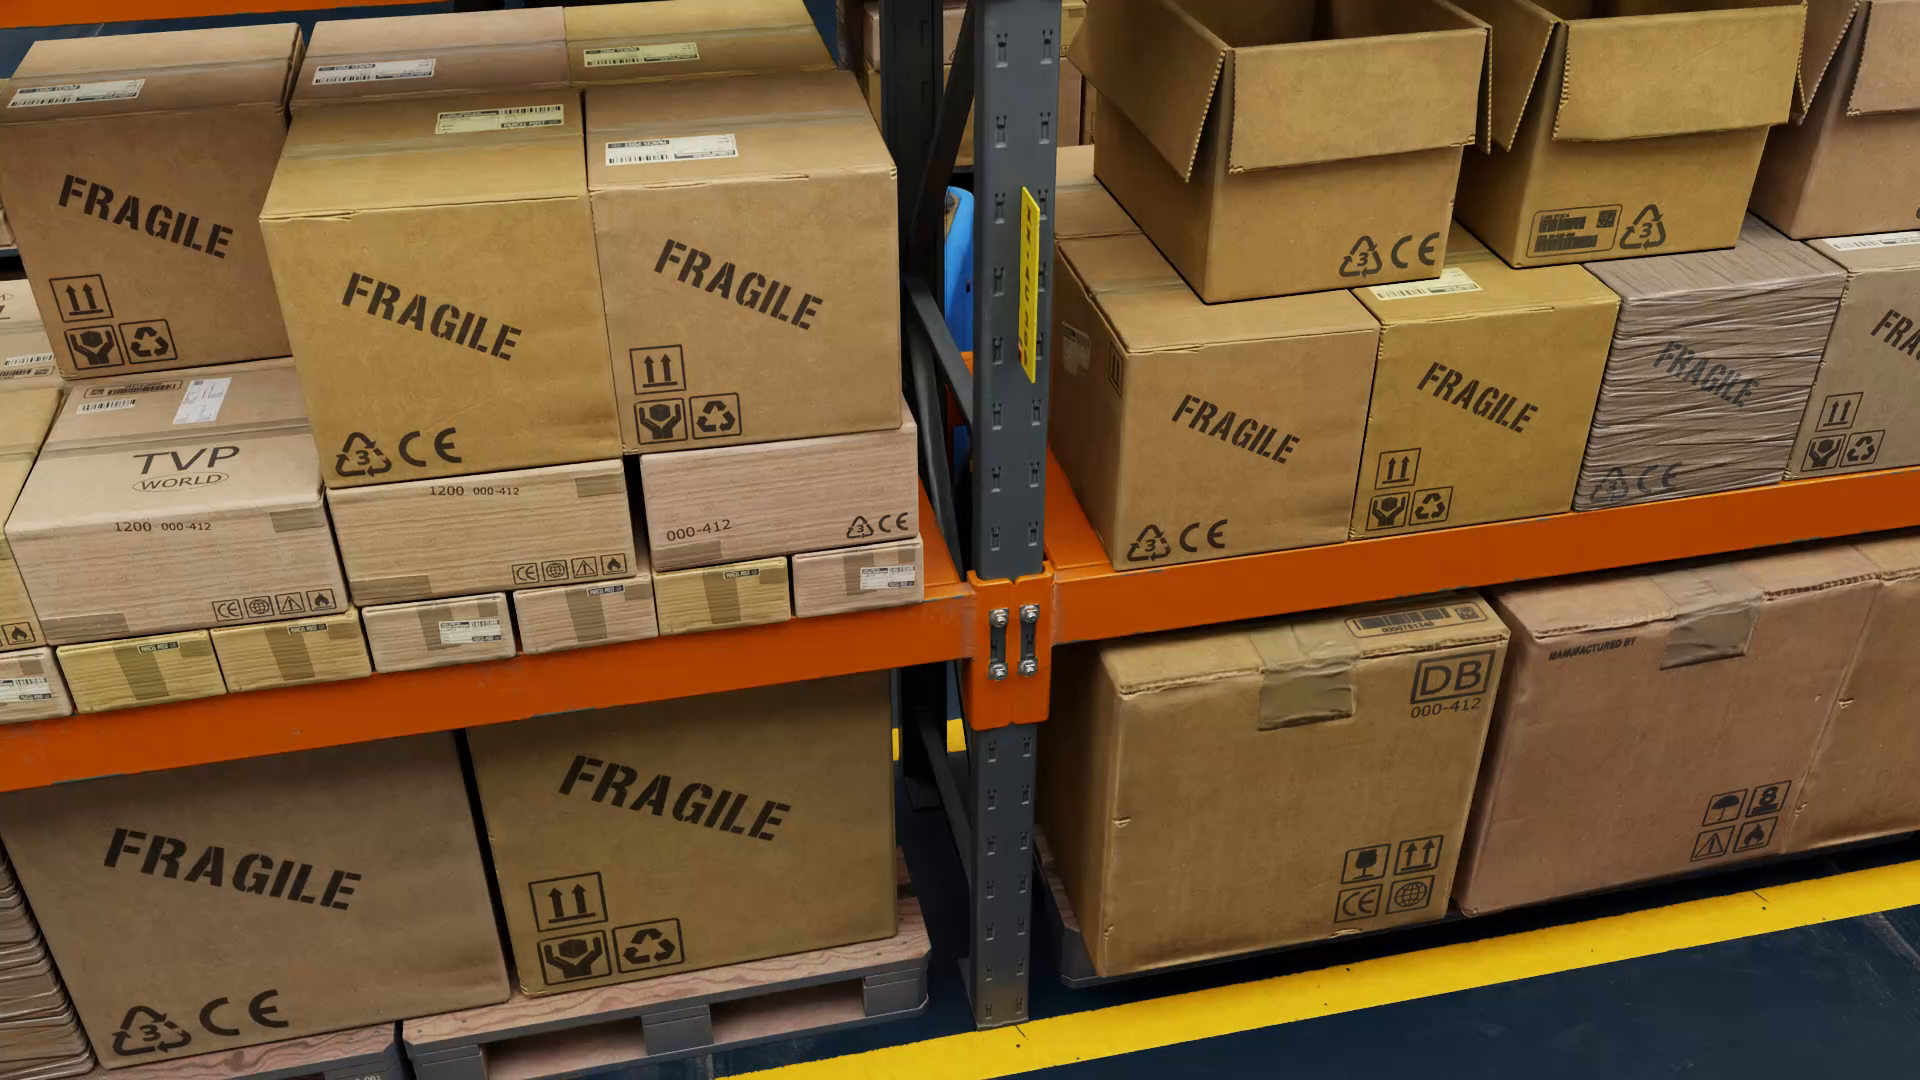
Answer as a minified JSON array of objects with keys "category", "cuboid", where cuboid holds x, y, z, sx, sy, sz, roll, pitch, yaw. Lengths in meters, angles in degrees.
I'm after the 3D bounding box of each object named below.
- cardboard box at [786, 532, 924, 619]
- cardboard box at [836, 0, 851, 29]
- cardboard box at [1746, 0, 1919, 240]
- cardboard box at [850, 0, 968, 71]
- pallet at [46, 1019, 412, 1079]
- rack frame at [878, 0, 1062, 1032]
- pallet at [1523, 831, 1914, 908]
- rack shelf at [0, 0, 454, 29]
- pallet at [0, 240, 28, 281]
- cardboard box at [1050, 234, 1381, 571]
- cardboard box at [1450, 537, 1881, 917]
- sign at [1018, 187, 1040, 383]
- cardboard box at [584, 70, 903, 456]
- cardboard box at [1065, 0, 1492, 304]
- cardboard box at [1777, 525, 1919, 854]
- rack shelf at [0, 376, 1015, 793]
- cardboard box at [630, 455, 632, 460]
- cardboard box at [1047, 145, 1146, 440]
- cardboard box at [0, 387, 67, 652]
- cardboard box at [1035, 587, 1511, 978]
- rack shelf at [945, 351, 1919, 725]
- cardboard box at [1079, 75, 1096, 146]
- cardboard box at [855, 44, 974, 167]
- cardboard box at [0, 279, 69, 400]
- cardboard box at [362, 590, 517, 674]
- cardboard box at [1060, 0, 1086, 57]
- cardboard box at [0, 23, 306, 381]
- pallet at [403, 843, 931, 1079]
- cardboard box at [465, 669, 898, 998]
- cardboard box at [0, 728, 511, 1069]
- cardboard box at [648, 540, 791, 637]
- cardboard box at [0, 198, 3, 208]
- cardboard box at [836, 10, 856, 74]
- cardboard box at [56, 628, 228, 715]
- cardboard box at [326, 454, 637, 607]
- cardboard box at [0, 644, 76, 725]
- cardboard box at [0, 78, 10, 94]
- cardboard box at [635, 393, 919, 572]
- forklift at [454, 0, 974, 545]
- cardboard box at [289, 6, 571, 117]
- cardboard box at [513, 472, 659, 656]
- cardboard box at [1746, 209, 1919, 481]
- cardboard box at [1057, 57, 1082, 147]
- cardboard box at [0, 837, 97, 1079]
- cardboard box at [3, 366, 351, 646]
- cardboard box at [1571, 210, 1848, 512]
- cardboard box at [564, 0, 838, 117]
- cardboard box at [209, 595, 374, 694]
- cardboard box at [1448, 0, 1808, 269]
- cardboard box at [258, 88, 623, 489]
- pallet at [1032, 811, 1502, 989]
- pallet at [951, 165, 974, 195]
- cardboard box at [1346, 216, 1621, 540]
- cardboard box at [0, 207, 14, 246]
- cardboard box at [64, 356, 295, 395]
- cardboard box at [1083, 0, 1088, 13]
[{"category":"cardboard box","cuboid":[-0.231,-0.024,3.319,0.250,0.149,0.380,-7,34,-10]},{"category":"cardboard box","cuboid":[-0.331,-2.729,8.318,0.500,0.250,0.500,-8,35,-12]},{"category":"cardboard box","cuboid":[1.890,-1.048,3.630,0.637,0.503,0.797,-6,34,-9]},{"category":"cardboard box","cuboid":[-0.223,-2.447,7.898,0.500,0.250,0.500,-9,35,-13]},{"category":"pallet","cuboid":[-1.957,1.017,4.045,1.213,0.211,1.003,-7,35,-11]},{"category":"rack frame","cuboid":[-0.006,-0.344,3.571,0.127,3.000,1.000,-7,35,-11]},{"category":"pallet","cuboid":[1.922,0.526,4.776,1.213,0.211,1.003,-7,35,-11]},{"category":"rack shelf","cuboid":[-2.952,-2.508,7.440,4.000,0.370,1.077,-7,35,-11]},{"category":"pallet","cuboid":[-4.029,-1.492,7.785,1.213,0.211,1.003,-7,35,-11]},{"category":"cardboard box","cuboid":[0.498,-0.306,3.425,0.500,0.500,0.500,-7,35,-10]},{"category":"cardboard box","cuboid":[1.485,0.164,4.343,0.875,0.875,1.225,-8,35,-12]},{"category":"sign","cuboid":[0.118,-0.435,2.858,0.005,0.325,0.100,-7,35,-11]},{"category":"cardboard box","cuboid":[-0.395,-0.515,3.020,0.500,0.500,0.500,-6,34,-9]},{"category":"cardboard box","cuboid":[0.615,-0.885,3.387,0.637,0.503,0.797,-8,35,-12]},{"category":"cardboard box","cuboid":[2.347,0.051,4.512,0.875,0.875,1.225,-7,35,-10]},{"category":"rack shelf","cuboid":[-1.957,0.201,3.405,4.000,0.370,1.077,-7,35,-11]},{"category":"cardboard box","cuboid":[-0.881,-0.319,3.759,0.250,0.149,0.380,-6,34,-9]},{"category":"cardboard box","cuboid":[0.390,-0.591,3.850,0.500,0.500,0.500,-7,35,-10]},{"category":"cardboard box","cuboid":[-1.876,-0.020,2.956,0.500,0.250,0.500,-8,35,-11]},{"category":"cardboard box","cuboid":[0.614,0.274,4.179,0.875,0.875,1.225,-7,35,-10]},{"category":"rack shelf","cuboid":[1.945,-0.291,4.137,4.000,0.370,1.077,-7,35,-11]},{"category":"cardboard box","cuboid":[0.801,-2.273,8.311,0.500,0.500,0.500,-7,34,-10]},{"category":"cardboard box","cuboid":[-0.222,-2.135,8.106,0.500,0.500,0.500,-6,34,-9]},{"category":"cardboard box","cuboid":[-1.995,-0.308,3.385,0.500,0.250,0.500,-7,35,-10]},{"category":"cardboard box","cuboid":[-0.984,0.071,3.178,0.250,0.149,0.380,-7,34,-10]},{"category":"cardboard box","cuboid":[0.296,-2.514,7.998,0.500,0.250,0.500,-6,34,-9]},{"category":"cardboard box","cuboid":[-1.518,-0.674,3.257,0.500,0.500,0.500,-8,35,-12]},{"category":"pallet","cuboid":[-0.765,0.865,4.272,1.213,0.211,1.003,-7,35,-11]},{"category":"cardboard box","cuboid":[-0.667,0.402,3.990,0.875,0.875,0.875,-7,35,-11]},{"category":"cardboard box","cuboid":[-1.545,0.512,3.825,0.875,0.875,0.875,-7,35,-11]},{"category":"cardboard box","cuboid":[-0.483,0.008,3.272,0.250,0.149,0.380,-7,34,-10]},{"category":"cardboard box","cuboid":[-4.335,-1.599,7.356,0.250,0.149,0.380,-6,34,-9]},{"category":"cardboard box","cuboid":[-0.335,-2.416,8.525,0.500,0.500,0.500,-8,35,-11]},{"category":"cardboard box","cuboid":[-1.485,0.134,3.084,0.250,0.149,0.380,-8,35,-11]},{"category":"cardboard box","cuboid":[-0.883,-0.143,3.139,0.500,0.250,0.500,-6,34,-9]},{"category":"cardboard box","cuboid":[-1.733,0.165,3.038,0.250,0.149,0.380,-7,34,-10]},{"category":"cardboard box","cuboid":[-4.443,-2.001,7.687,0.250,0.149,0.380,-7,34,-10]},{"category":"cardboard box","cuboid":[-0.379,-0.208,3.236,0.500,0.250,0.500,-8,35,-11]},{"category":"forklift","cuboid":[-1.476,-1.357,5.142,3.031,2.935,1.130,4,34,6]},{"category":"cardboard box","cuboid":[-1.012,-0.740,3.356,0.500,0.500,0.500,-7,35,-11]},{"category":"cardboard box","cuboid":[-0.733,0.039,3.225,0.250,0.149,0.380,-8,35,-11]},{"category":"cardboard box","cuboid":[1.979,-0.496,3.708,0.500,0.500,0.500,-7,34,-10]},{"category":"cardboard box","cuboid":[0.293,-2.201,8.205,0.500,0.500,0.500,-6,34,-8]},{"category":"cardboard box","cuboid":[-2.413,0.622,3.662,0.875,0.875,0.875,-7,35,-11]},{"category":"cardboard box","cuboid":[-1.381,-0.080,3.046,0.500,0.250,0.500,-7,34,-10]},{"category":"cardboard box","cuboid":[1.476,-0.430,3.609,0.500,0.500,0.500,-8,35,-12]},{"category":"cardboard box","cuboid":[-0.530,-0.797,3.440,0.500,0.500,0.500,-7,35,-11]},{"category":"cardboard box","cuboid":[-1.235,0.103,3.131,0.250,0.149,0.380,-7,34,-10]},{"category":"cardboard box","cuboid":[1.287,-0.963,3.503,0.637,0.503,0.797,-7,34,-10]},{"category":"cardboard box","cuboid":[-0.885,-0.455,2.931,0.500,0.500,0.500,-7,34,-10]},{"category":"pallet","cuboid":[0.730,0.678,4.550,1.213,0.211,1.003,-7,35,-11]},{"category":"pallet","cuboid":[-0.243,-1.991,8.527,1.213,0.211,1.003,-7,35,-11]},{"category":"cardboard box","cuboid":[0.988,-0.368,3.517,0.500,0.500,0.500,-7,35,-10]},{"category":"cardboard box","cuboid":[-4.322,-1.441,7.388,0.250,0.149,0.380,-7,34,-10]},{"category":"cardboard box","cuboid":[-1.512,-0.365,3.469,0.500,0.250,0.500,-6,34,-9]},{"category":"cardboard box","cuboid":[0.795,-2.574,8.088,0.500,0.250,0.500,-6,34,-9]}]
